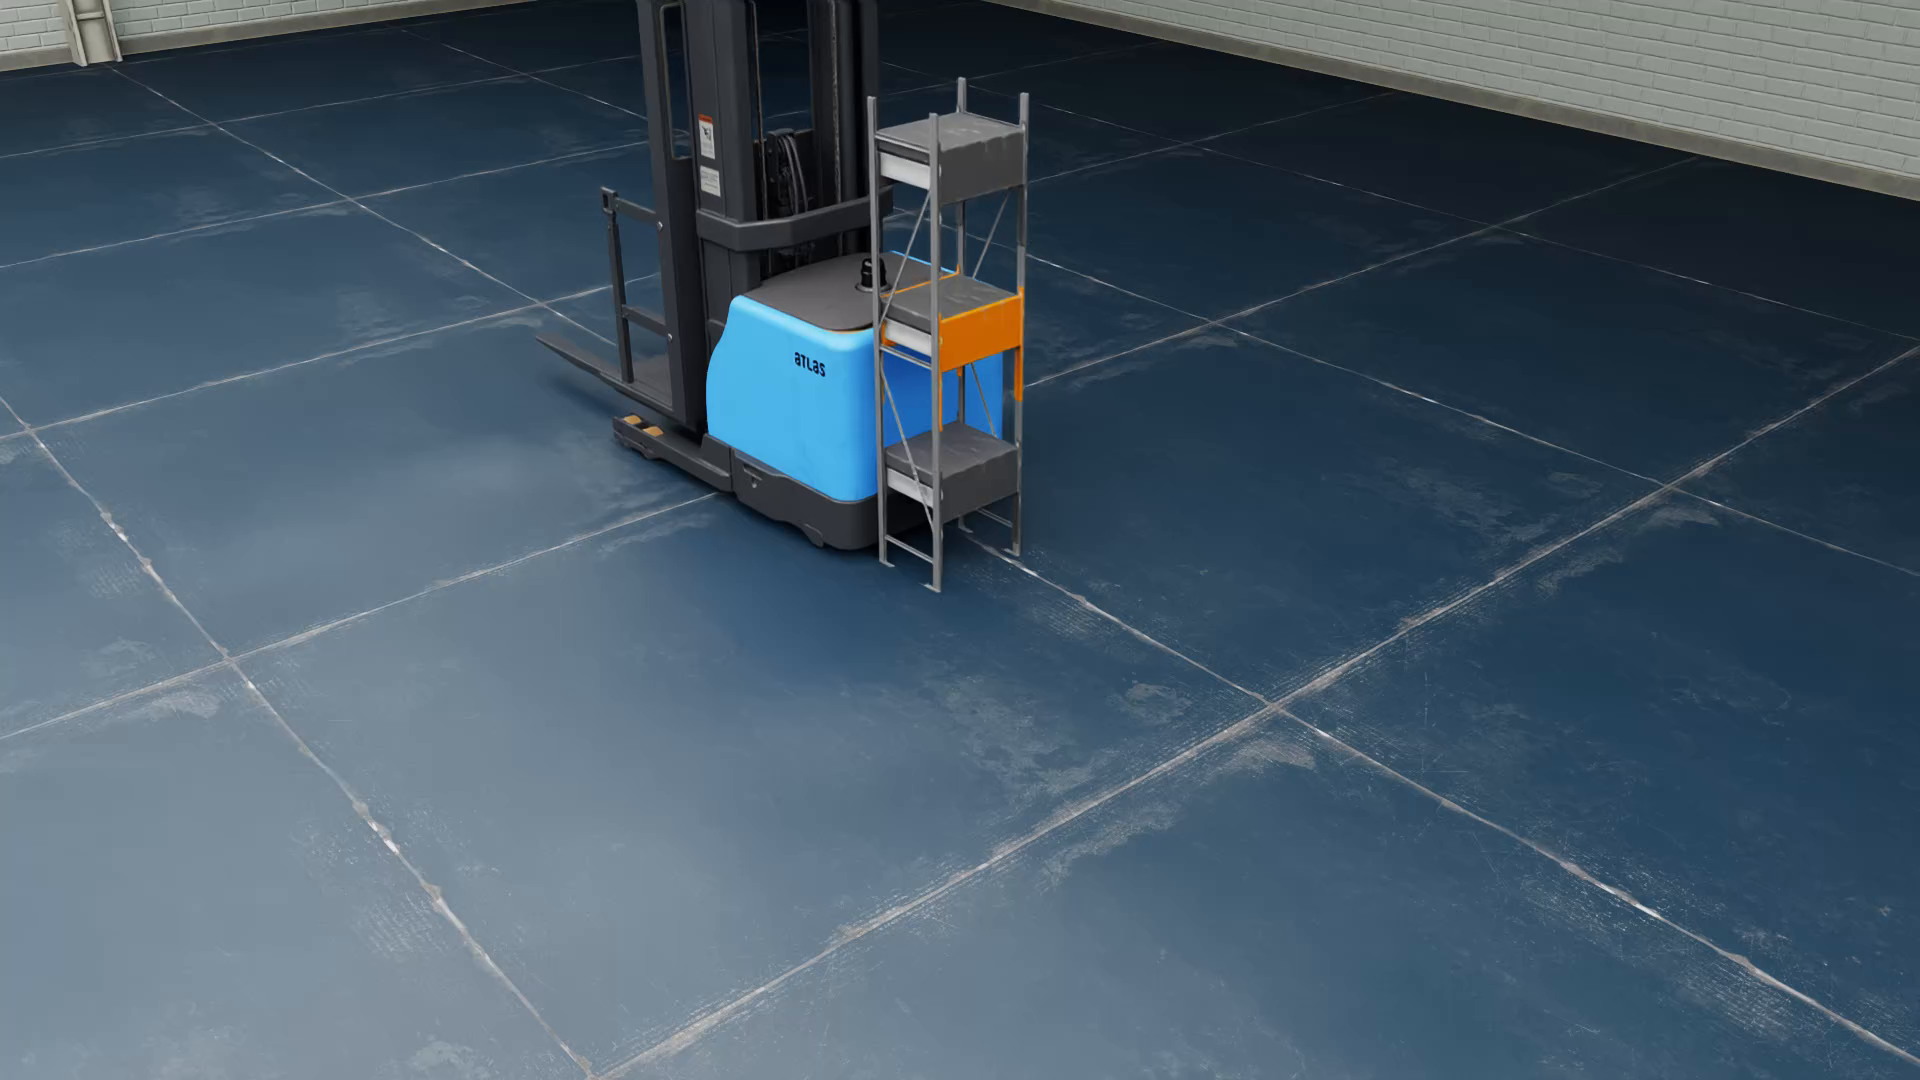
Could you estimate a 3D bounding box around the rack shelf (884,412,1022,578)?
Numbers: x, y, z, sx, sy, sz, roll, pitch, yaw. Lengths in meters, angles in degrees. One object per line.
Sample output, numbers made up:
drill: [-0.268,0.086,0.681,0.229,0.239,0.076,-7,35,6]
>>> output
rack shelf: [-0.046,-0.208,7.426,0.480,0.518,0.431,-24,36,-37]

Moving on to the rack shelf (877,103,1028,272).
rack shelf: [-0.046,-1.443,6.766,0.480,0.518,0.431,-24,36,-37]

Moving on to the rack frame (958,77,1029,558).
rack frame: [0.132,-0.916,7.237,0.015,2.100,0.400,-24,36,-37]

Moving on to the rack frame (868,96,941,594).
rack frame: [-0.224,-0.759,6.943,0.015,2.100,0.400,-24,36,-37]

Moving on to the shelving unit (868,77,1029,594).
shelving unit: [-0.046,-0.838,7.090,0.503,2.100,0.431,-24,36,-37]

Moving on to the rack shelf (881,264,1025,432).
rack shelf: [-0.046,-0.826,7.096,0.480,0.518,0.431,-24,36,-37]

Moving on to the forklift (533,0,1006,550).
forklift: [-1.154,-1.852,8.107,1.130,2.935,3.031,-24,36,-37]

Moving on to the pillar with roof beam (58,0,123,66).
pillar with roof beam: [-5.920,-7.266,11.800,0.400,9.000,9.100,-22,35,-35]
